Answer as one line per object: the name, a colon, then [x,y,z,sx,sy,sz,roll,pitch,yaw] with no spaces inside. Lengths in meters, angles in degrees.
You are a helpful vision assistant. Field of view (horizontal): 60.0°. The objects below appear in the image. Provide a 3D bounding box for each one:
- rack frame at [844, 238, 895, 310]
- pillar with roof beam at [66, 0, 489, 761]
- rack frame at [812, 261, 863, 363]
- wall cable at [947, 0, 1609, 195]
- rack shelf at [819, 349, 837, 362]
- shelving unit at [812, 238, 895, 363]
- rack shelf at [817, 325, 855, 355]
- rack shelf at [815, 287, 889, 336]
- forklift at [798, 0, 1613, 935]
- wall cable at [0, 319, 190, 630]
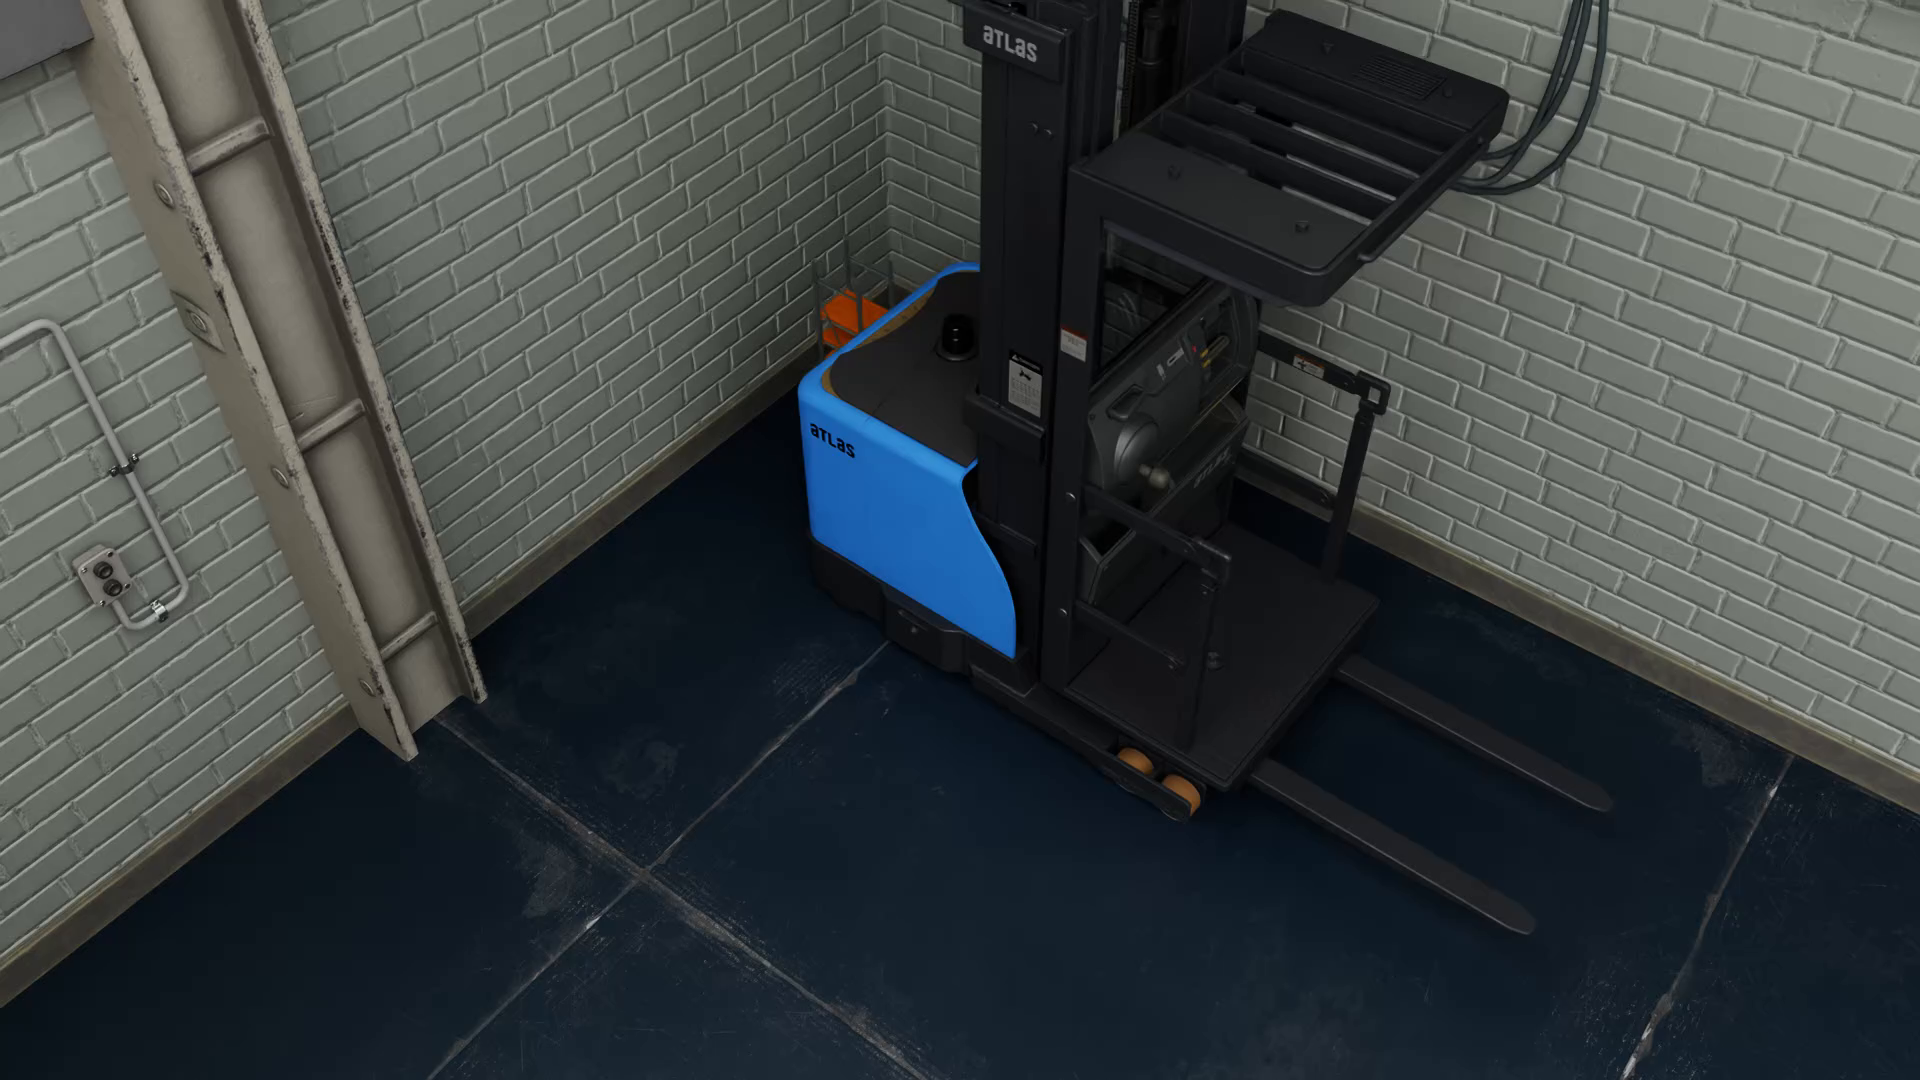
rack frame: [-0.346,-0.684,6.737,0.240,1.200,0.006,30,53,26]
pillar with roof beam: [1.368,-0.567,1.233,9.100,9.000,0.400,29,53,25]
rack frame: [-0.460,-0.580,6.638,0.240,1.200,0.006,30,53,26]
wall cable: [0.736,-2.549,5.273,3.097,2.526,0.112,29,53,25]
rack shelf: [-0.403,-0.685,6.633,0.258,0.103,0.180,30,53,26]
shelving unit: [-0.403,-0.632,6.688,0.258,1.200,0.189,30,53,26]
rack shelf: [-0.404,-0.768,6.547,0.258,0.103,0.180,30,53,26]
rack shelf: [-0.404,-0.851,6.460,0.258,0.103,0.180,30,53,26]
forklift: [0.865,-0.448,5.316,3.031,2.935,1.130,30,53,25]
wall cable: [-2.970,0.028,4.111,0.084,1.984,1.851,29,53,25]
